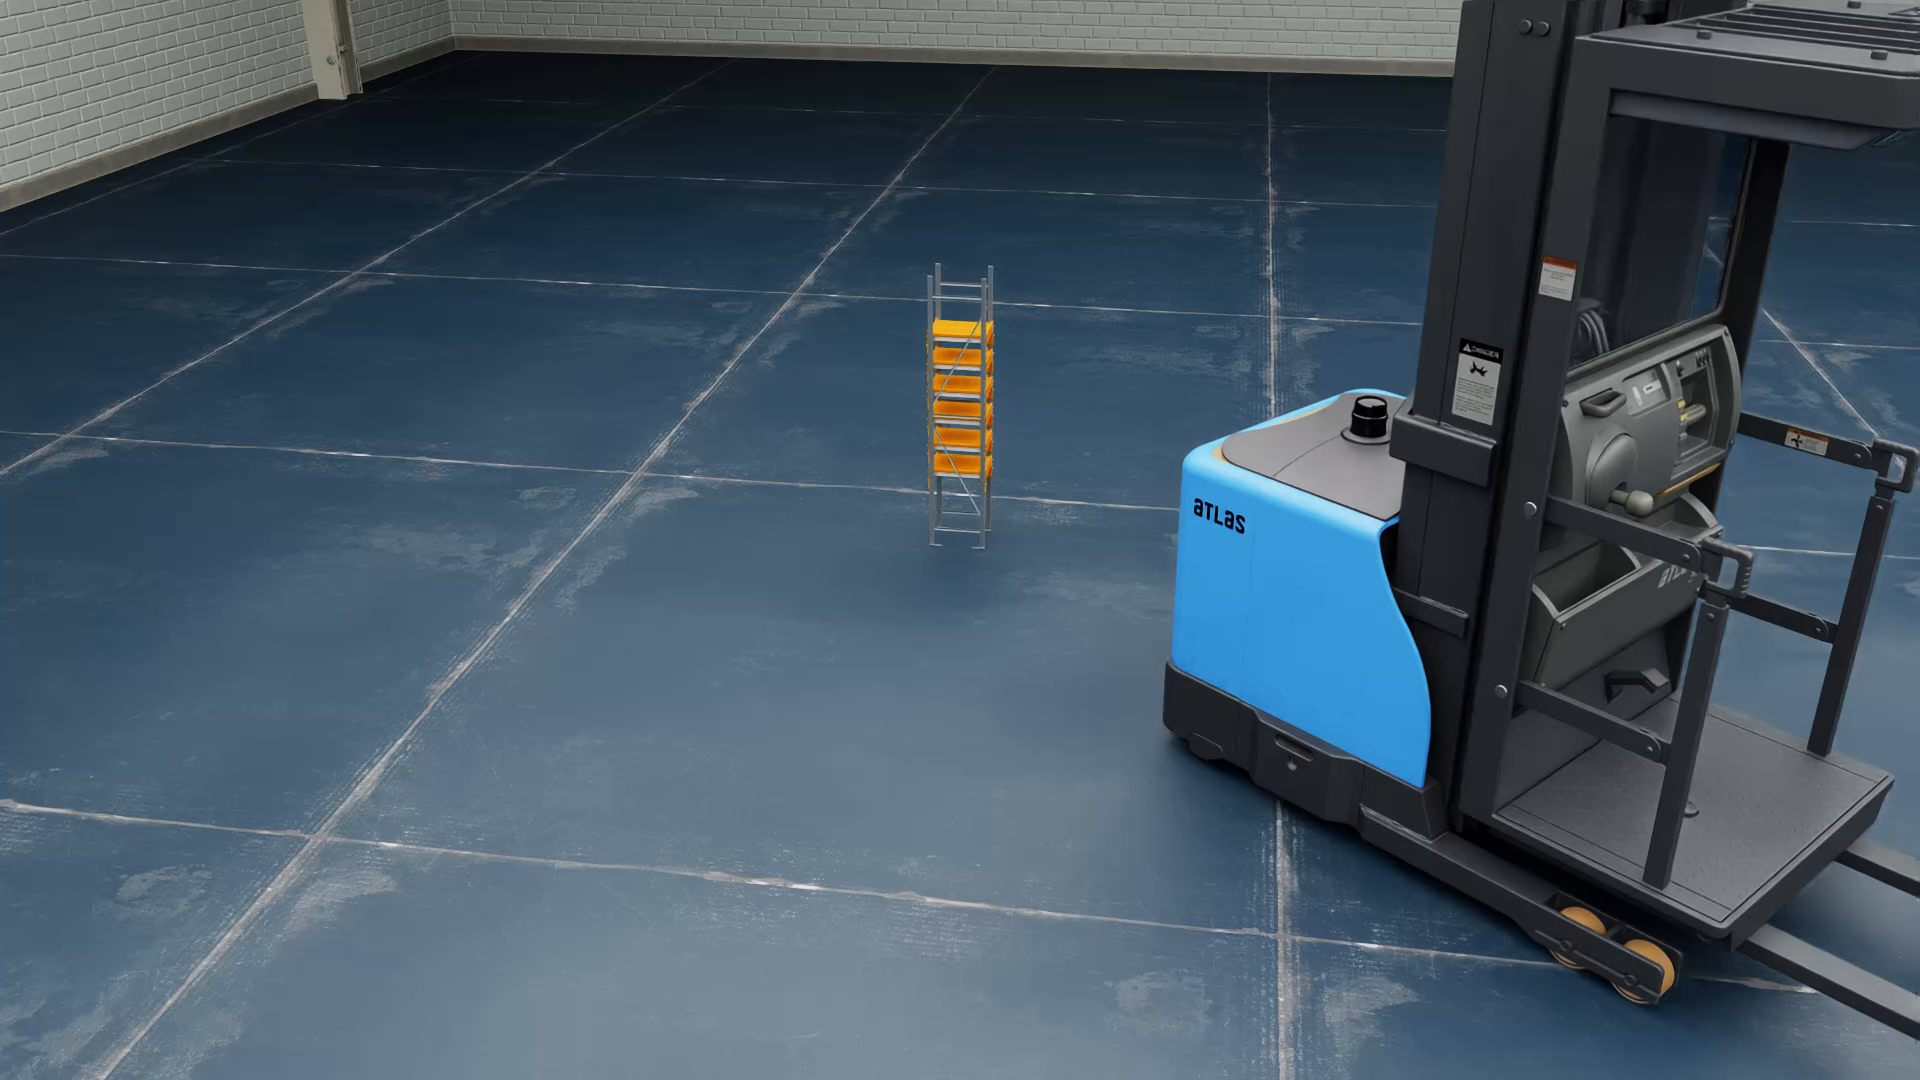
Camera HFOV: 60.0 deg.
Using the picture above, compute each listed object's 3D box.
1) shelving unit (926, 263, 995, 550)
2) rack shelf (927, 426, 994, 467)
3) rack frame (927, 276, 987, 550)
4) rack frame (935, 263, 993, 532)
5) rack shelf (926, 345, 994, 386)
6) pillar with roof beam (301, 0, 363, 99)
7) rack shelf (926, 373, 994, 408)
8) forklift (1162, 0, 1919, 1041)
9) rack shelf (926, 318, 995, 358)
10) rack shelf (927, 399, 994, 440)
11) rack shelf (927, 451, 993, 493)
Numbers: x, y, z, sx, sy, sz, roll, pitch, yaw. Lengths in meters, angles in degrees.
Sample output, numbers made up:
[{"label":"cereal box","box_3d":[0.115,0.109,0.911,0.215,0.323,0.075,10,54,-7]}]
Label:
[{"label":"shelving unit","box_3d":[0.002,-0.549,7.009,0.258,1.200,0.189,4,25,9]},{"label":"rack shelf","box_3d":[0.002,-0.401,7.078,0.258,0.103,0.180,4,25,9]},{"label":"rack frame","box_3d":[-0.013,-0.511,6.927,0.240,1.200,0.006,4,25,9]},{"label":"rack frame","box_3d":[0.017,-0.588,7.090,0.240,1.200,0.006,4,25,9]},{"label":"rack shelf","box_3d":[0.002,-0.727,6.926,0.258,0.103,0.180,4,25,9]},{"label":"pillar with roof beam","box_3d":[-2.056,-8.296,14.360,9.100,9.000,0.400,4,25,9]},{"label":"rack shelf","box_3d":[0.002,-0.618,6.977,0.258,0.103,0.180,4,25,9]},{"label":"forklift","box_3d":[2.051,-0.306,4.447,1.130,2.935,3.031,-20,32,-37]},{"label":"rack shelf","box_3d":[0.002,-0.835,6.875,0.258,0.103,0.180,4,25,9]},{"label":"rack shelf","box_3d":[0.002,-0.509,7.027,0.258,0.103,0.180,4,25,9]},{"label":"rack shelf","box_3d":[0.002,-0.292,7.129,0.258,0.103,0.180,4,25,9]}]
